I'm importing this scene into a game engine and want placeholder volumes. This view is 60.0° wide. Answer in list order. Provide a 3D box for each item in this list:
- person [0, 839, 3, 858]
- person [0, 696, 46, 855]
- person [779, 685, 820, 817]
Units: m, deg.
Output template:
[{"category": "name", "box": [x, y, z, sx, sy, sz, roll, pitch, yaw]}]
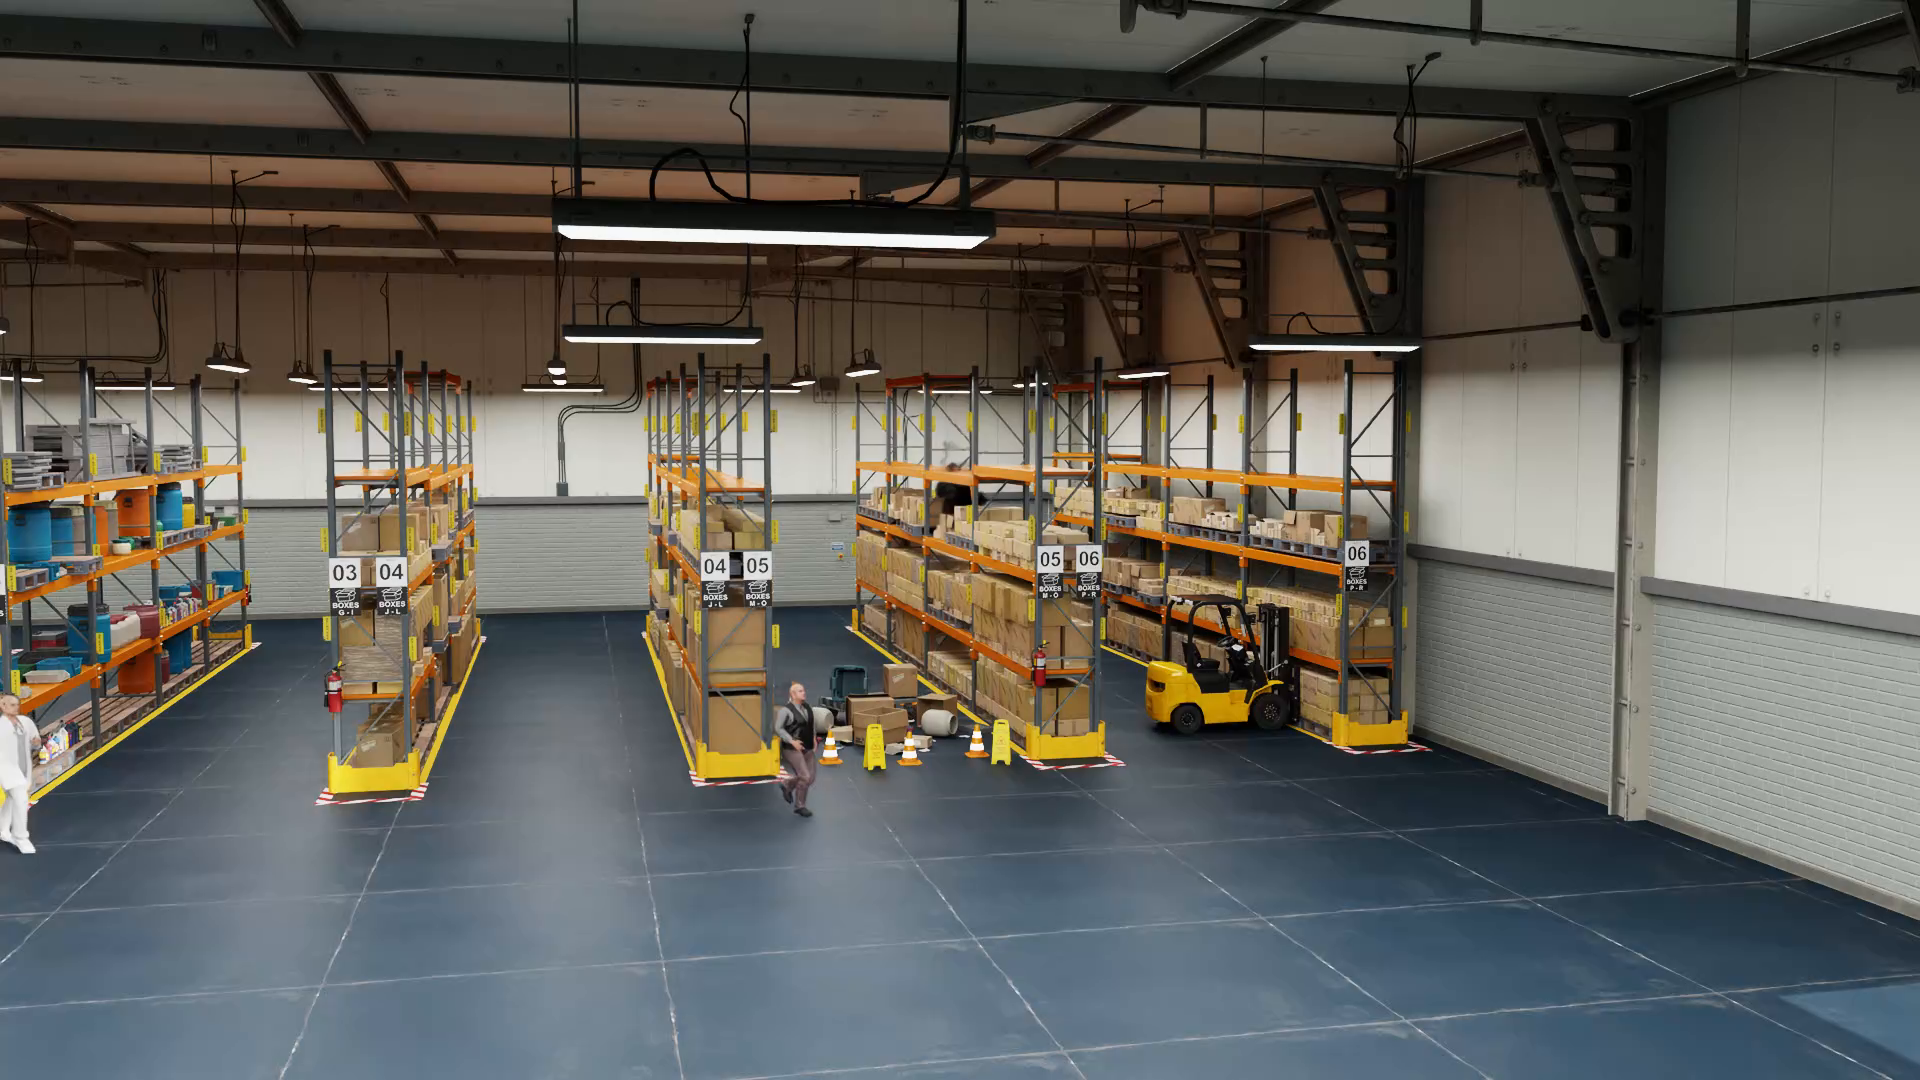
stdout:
[{"category": "person", "box": [-10.371, 3.007, 17.514, 0.559, 1.551, 0.532, 1, 4, 11]}, {"category": "person", "box": [-11.110, 2.740, 19.559, 0.926, 1.828, 0.681, 1, 4, 18]}, {"category": "person", "box": [-2.064, 2.681, 21.314, 0.612, 1.677, 0.682, 3, 5, 37]}]
